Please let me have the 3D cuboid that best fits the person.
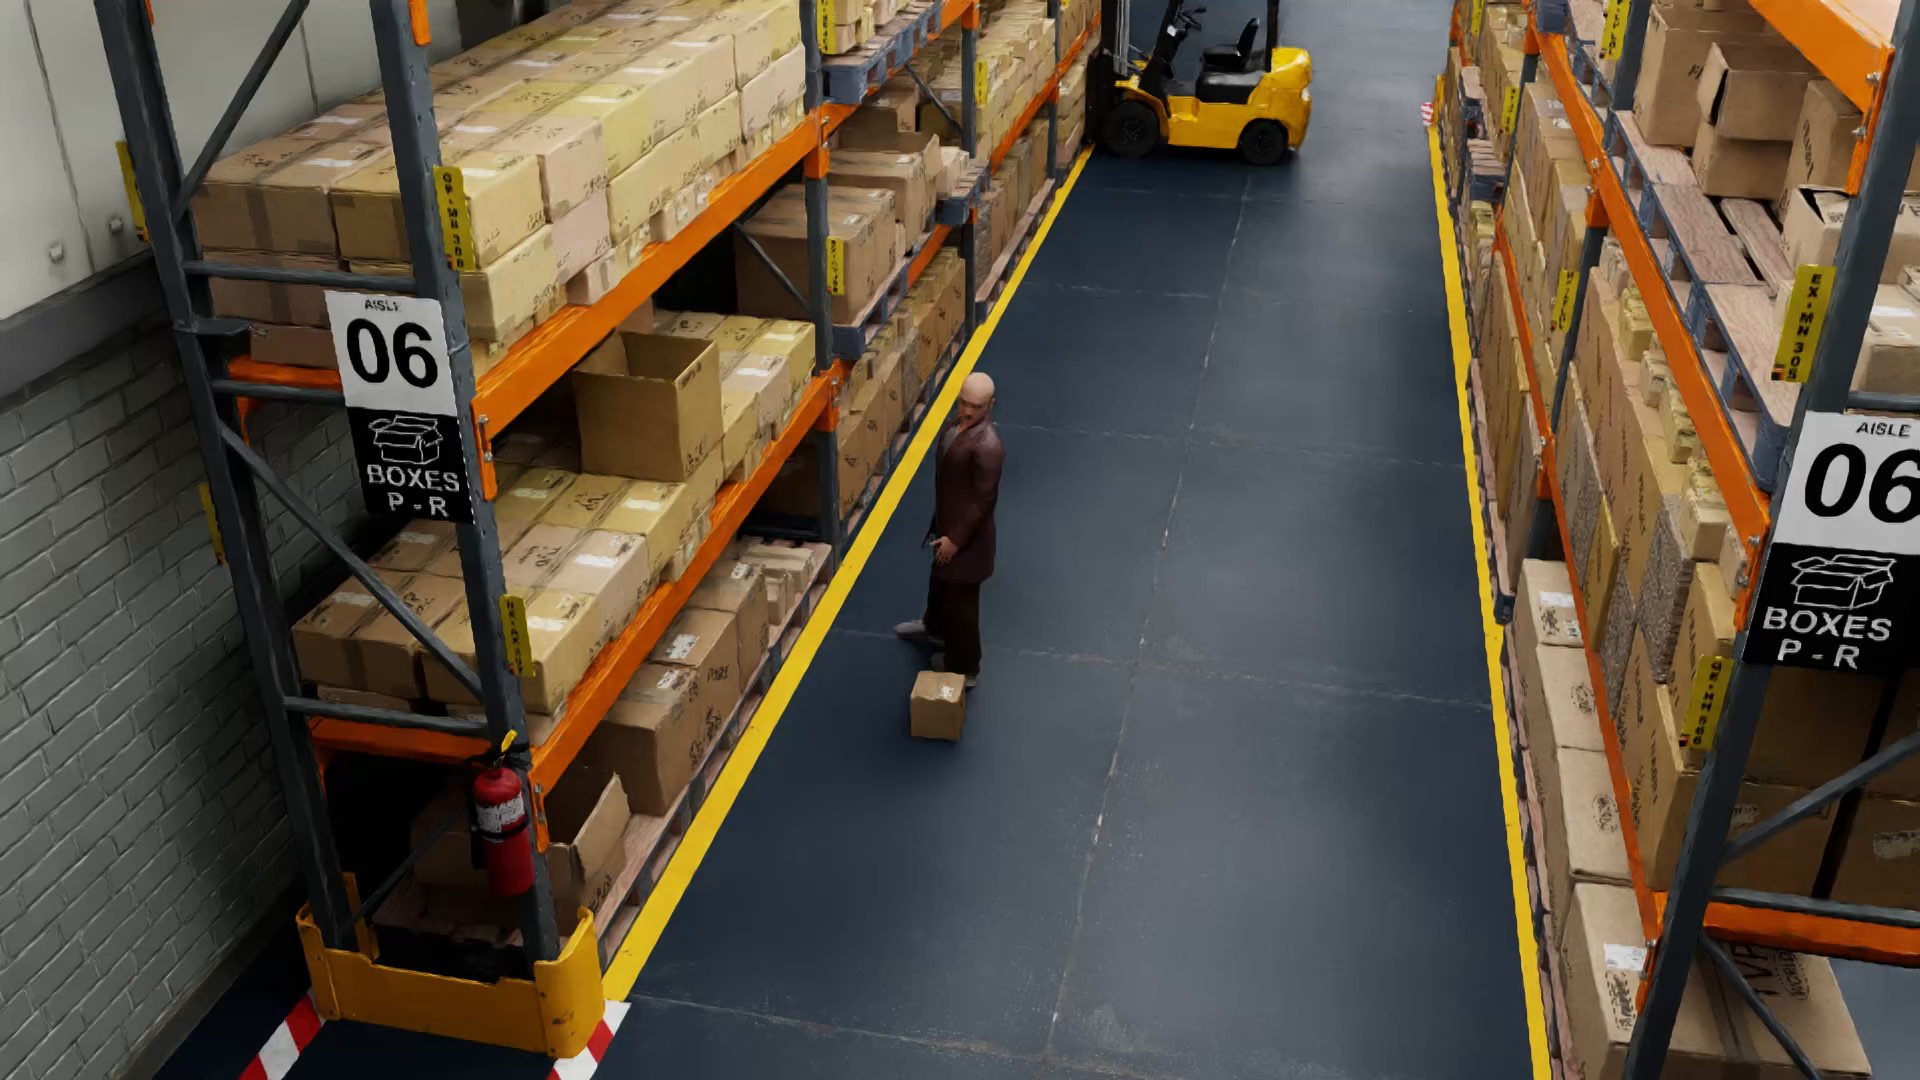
[{"bbox_3d":[-0.071,-0.088,8.805,0.534,1.786,0.714,-4,29,-7],"label":"person"}]
